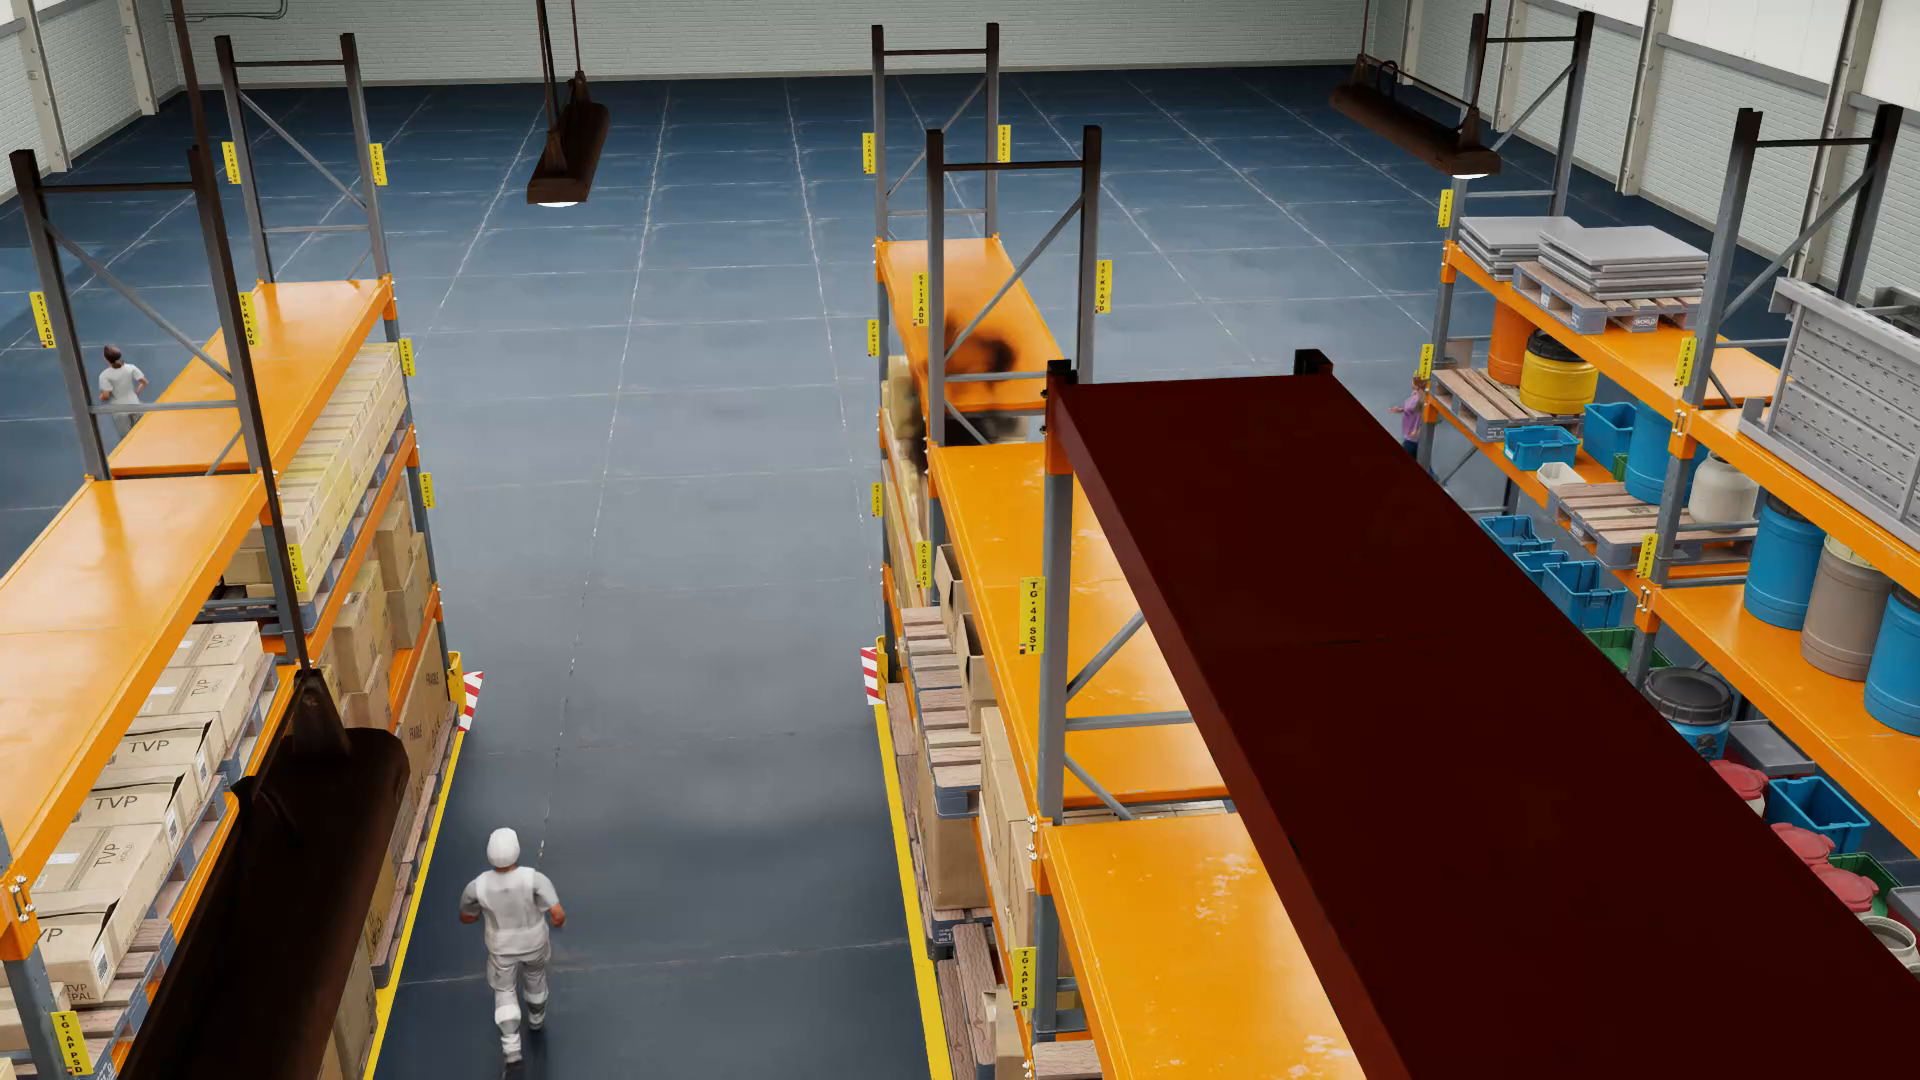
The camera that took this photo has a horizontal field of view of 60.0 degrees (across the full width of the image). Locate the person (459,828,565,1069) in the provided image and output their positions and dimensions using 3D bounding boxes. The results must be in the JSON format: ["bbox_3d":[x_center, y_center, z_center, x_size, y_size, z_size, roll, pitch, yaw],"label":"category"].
[{"bbox_3d":[-2.900,2.648,10.898,0.669,1.765,0.918,-5,26,-11],"label":"person"}]

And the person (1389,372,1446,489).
[{"bbox_3d":[5.208,-1.171,19.045,0.833,1.595,0.539,7,26,14],"label":"person"}]

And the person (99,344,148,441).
[{"bbox_3d":[-10.005,-1.576,19.906,0.544,1.626,0.540,16,30,31],"label":"person"}]
